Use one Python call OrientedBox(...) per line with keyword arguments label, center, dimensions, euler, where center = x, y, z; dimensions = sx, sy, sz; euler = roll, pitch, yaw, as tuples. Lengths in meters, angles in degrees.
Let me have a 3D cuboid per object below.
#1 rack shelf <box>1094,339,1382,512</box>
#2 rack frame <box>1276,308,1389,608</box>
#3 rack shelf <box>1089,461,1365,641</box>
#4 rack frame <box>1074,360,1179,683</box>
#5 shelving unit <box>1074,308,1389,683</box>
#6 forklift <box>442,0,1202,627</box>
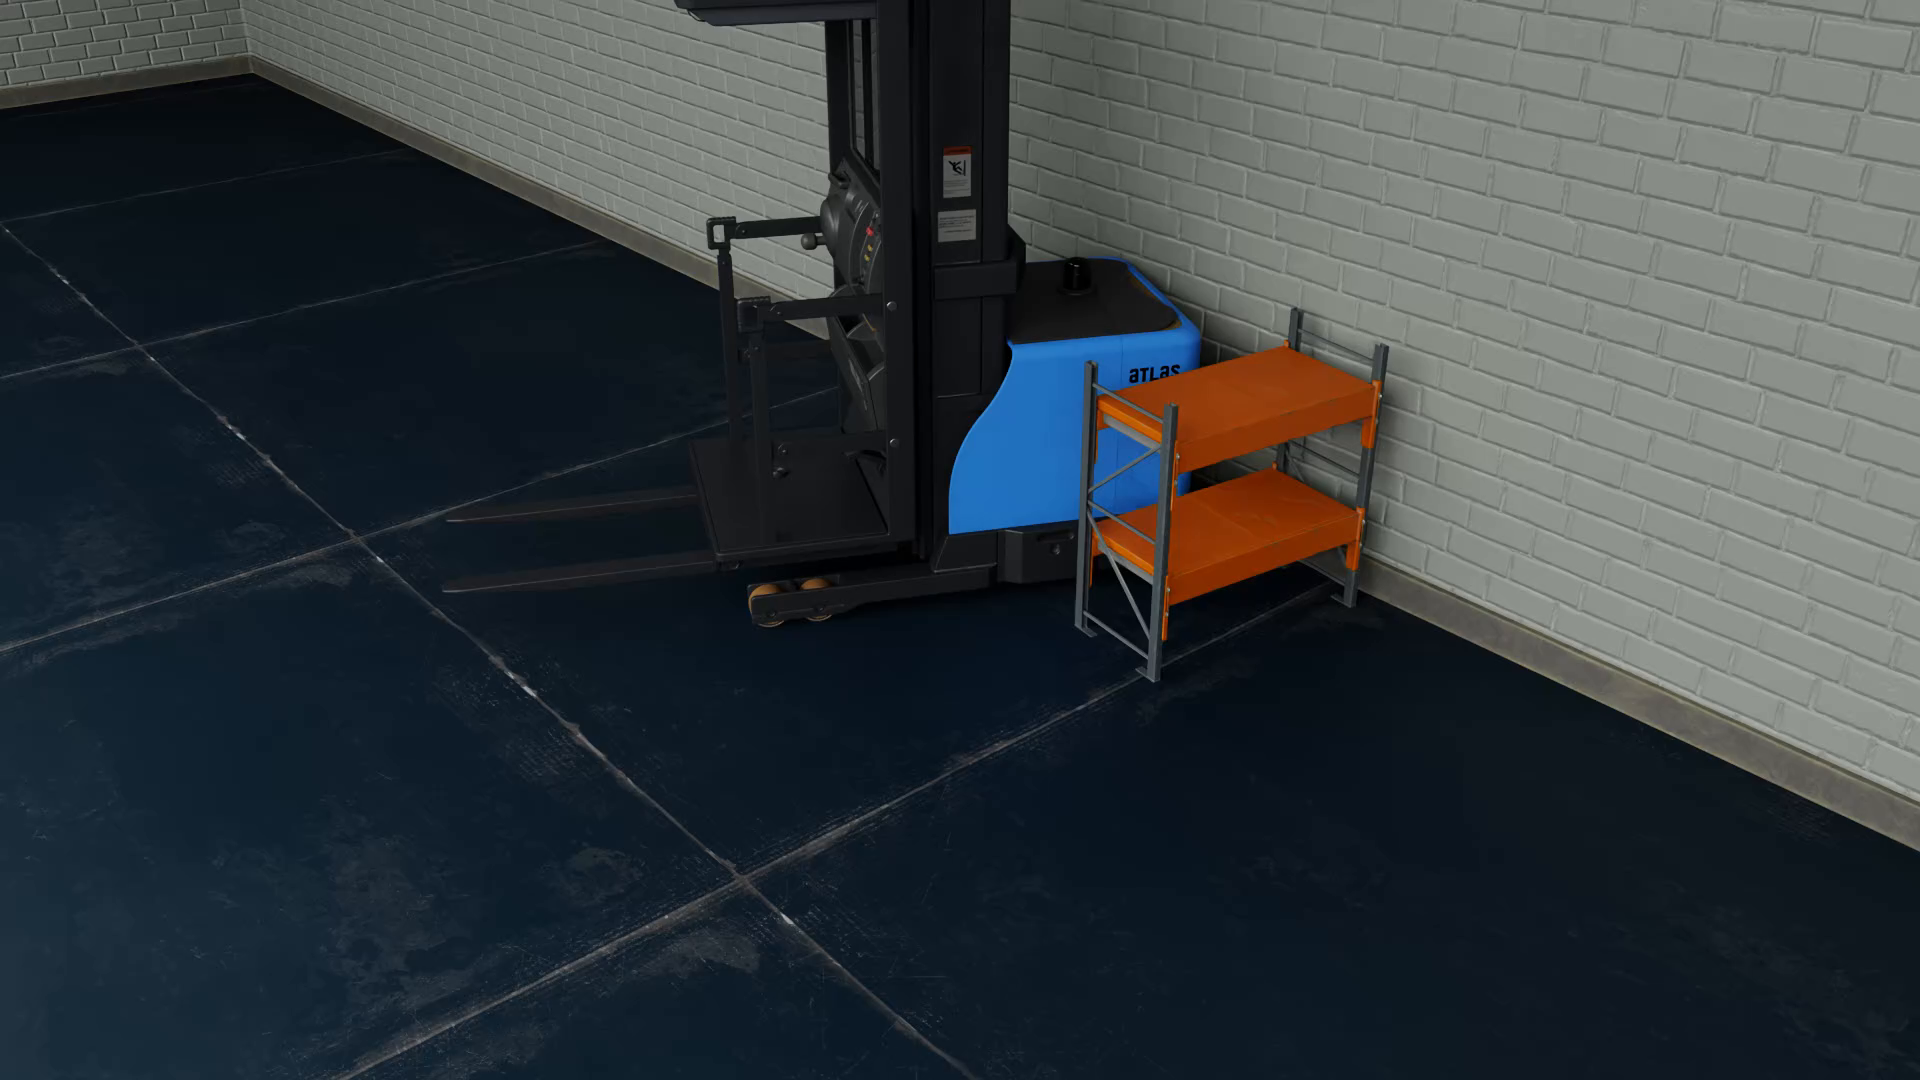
OrientedBox(label="rack shelf", center=(1.031, -0.450, 6.278), dimensions=(1.000, 0.278, 0.538), euler=(-17, 33, -29))
OrientedBox(label="rack frame", center=(1.457, -0.323, 6.660), dimensions=(0.032, 1.125, 0.500), euler=(-17, 33, -29))
OrientedBox(label="rack shelf", center=(1.031, 0.024, 6.531), dimensions=(1.000, 0.278, 0.538), euler=(-17, 33, -29))
OrientedBox(label="rack frame", center=(0.605, -0.061, 6.171), dimensions=(0.032, 1.125, 0.500), euler=(-17, 33, -29))
OrientedBox(label="shelving unit", center=(1.031, -0.192, 6.416), dimensions=(1.048, 1.125, 0.538), euler=(-17, 33, -29))
OrientedBox(label="forklift", center=(-0.605, -1.222, 6.426), dimensions=(3.031, 2.935, 1.130), euler=(-7, 29, -12))
